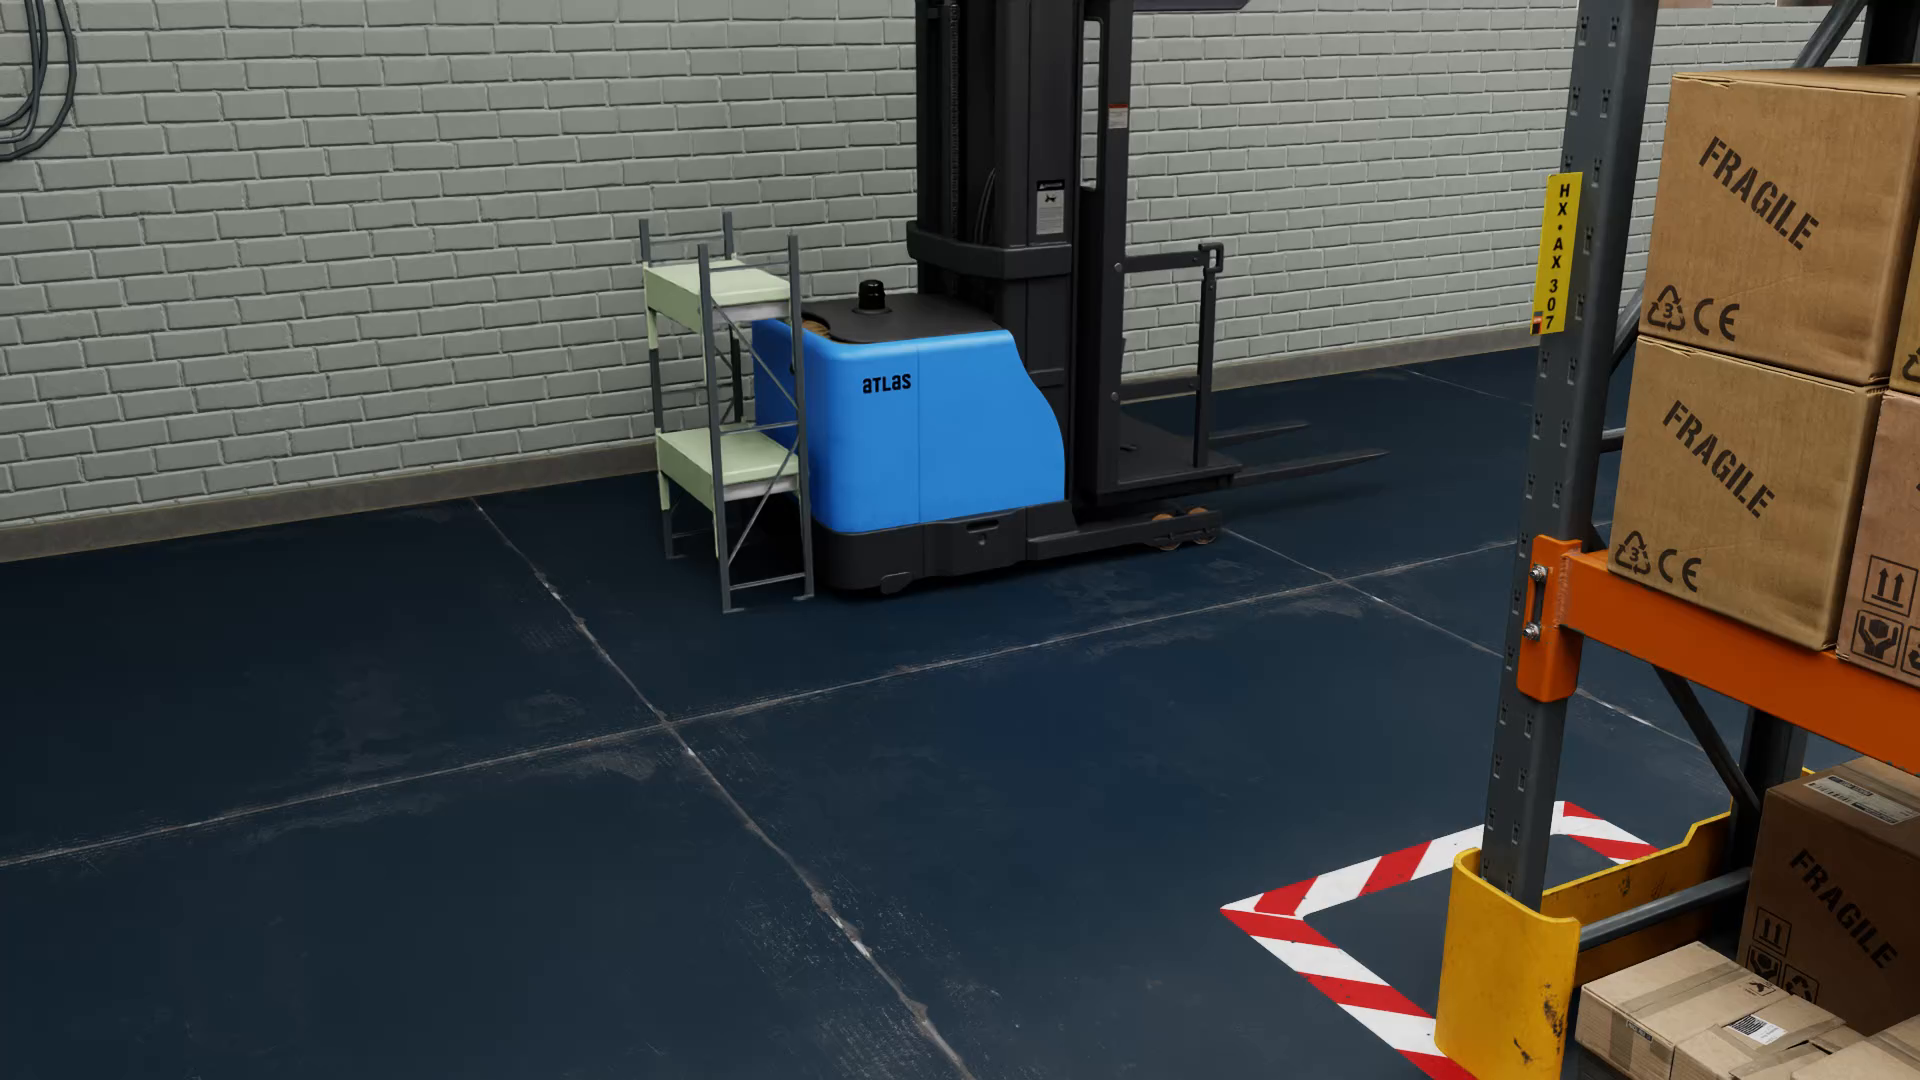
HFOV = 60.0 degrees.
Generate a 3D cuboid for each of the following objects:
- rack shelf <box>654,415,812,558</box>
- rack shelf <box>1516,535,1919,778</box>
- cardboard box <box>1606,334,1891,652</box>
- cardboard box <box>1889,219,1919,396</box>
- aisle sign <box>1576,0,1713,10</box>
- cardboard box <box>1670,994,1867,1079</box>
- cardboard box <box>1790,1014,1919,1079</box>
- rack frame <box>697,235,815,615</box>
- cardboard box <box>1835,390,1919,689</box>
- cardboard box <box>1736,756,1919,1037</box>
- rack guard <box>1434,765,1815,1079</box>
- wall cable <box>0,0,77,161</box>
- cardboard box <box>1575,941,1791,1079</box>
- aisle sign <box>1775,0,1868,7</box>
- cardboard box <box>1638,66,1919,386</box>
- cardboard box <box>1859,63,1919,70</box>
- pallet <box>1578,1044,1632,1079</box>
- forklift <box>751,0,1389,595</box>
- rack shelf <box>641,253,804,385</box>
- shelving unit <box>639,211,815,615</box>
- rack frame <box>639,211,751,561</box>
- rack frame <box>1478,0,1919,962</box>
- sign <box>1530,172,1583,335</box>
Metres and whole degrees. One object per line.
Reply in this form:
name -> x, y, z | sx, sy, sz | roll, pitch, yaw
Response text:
rack shelf -> -0.964, -0.239, 7.012 | 0.431, 0.370, 0.720 | -11, 22, -26
rack shelf -> 2.647, 0.656, 2.234 | 1.077, 0.370, 4.000 | -10, 21, -27
cardboard box -> 1.676, -0.137, 3.277 | 0.500, 0.500, 0.500 | -9, 21, -26
cardboard box -> 1.931, -0.461, 2.683 | 0.500, 0.500, 0.500 | -10, 21, -26
aisle sign -> 1.406, -1.461, 3.282 | 0.394, 0.787, 0.004 | -10, 21, -27
cardboard box -> 1.712, 1.118, 3.461 | 0.380, 0.166, 0.250 | -10, 21, -27
cardboard box -> 1.943, 1.177, 3.162 | 0.500, 0.250, 0.500 | -10, 21, -27
rack frame -> -0.798, -0.440, 6.597 | 0.400, 1.500, 0.023 | -11, 22, -26
cardboard box -> 1.925, 0.010, 2.850 | 0.500, 0.500, 0.500 | -10, 22, -27
cardboard box -> 2.172, 0.833, 3.775 | 0.500, 0.500, 0.500 | -10, 21, -27
rack guard -> 1.733, 0.945, 4.125 | 1.175, 0.500, 0.348 | -10, 21, -27
wall cable -> -5.032, -2.537, 5.948 | 3.097, 2.526, 0.112 | -10, 21, -27
cardboard box -> 1.594, 1.055, 3.672 | 0.380, 0.149, 0.250 | -10, 21, -27
aisle sign -> 1.934, -1.554, 3.551 | 0.394, 0.787, 0.004 | -10, 21, -27
cardboard box -> 1.676, -0.610, 3.114 | 0.500, 0.500, 0.500 | -9, 21, -25
cardboard box -> 2.150, -0.693, 3.355 | 0.500, 0.500, 0.500 | -10, 22, -27
pallet -> 2.113, 1.311, 3.510 | 1.003, 0.211, 1.213 | -10, 21, -27
forklift -> 0.620, -1.478, 7.422 | 3.031, 2.935, 1.130 | -9, 21, -26
rack shelf -> -0.973, -0.914, 6.774 | 0.431, 0.370, 0.720 | -11, 22, -26
shelving unit -> -0.968, -0.546, 6.904 | 0.431, 1.500, 0.755 | -11, 22, -26
rack frame -> -1.138, -0.652, 7.210 | 0.400, 1.500, 0.023 | -11, 22, -26
rack frame -> 1.697, -0.258, 3.781 | 1.000, 3.000, 0.127 | -10, 21, -27
sign -> 1.220, -0.583, 3.396 | 0.100, 0.325, 0.005 | -10, 21, -27
